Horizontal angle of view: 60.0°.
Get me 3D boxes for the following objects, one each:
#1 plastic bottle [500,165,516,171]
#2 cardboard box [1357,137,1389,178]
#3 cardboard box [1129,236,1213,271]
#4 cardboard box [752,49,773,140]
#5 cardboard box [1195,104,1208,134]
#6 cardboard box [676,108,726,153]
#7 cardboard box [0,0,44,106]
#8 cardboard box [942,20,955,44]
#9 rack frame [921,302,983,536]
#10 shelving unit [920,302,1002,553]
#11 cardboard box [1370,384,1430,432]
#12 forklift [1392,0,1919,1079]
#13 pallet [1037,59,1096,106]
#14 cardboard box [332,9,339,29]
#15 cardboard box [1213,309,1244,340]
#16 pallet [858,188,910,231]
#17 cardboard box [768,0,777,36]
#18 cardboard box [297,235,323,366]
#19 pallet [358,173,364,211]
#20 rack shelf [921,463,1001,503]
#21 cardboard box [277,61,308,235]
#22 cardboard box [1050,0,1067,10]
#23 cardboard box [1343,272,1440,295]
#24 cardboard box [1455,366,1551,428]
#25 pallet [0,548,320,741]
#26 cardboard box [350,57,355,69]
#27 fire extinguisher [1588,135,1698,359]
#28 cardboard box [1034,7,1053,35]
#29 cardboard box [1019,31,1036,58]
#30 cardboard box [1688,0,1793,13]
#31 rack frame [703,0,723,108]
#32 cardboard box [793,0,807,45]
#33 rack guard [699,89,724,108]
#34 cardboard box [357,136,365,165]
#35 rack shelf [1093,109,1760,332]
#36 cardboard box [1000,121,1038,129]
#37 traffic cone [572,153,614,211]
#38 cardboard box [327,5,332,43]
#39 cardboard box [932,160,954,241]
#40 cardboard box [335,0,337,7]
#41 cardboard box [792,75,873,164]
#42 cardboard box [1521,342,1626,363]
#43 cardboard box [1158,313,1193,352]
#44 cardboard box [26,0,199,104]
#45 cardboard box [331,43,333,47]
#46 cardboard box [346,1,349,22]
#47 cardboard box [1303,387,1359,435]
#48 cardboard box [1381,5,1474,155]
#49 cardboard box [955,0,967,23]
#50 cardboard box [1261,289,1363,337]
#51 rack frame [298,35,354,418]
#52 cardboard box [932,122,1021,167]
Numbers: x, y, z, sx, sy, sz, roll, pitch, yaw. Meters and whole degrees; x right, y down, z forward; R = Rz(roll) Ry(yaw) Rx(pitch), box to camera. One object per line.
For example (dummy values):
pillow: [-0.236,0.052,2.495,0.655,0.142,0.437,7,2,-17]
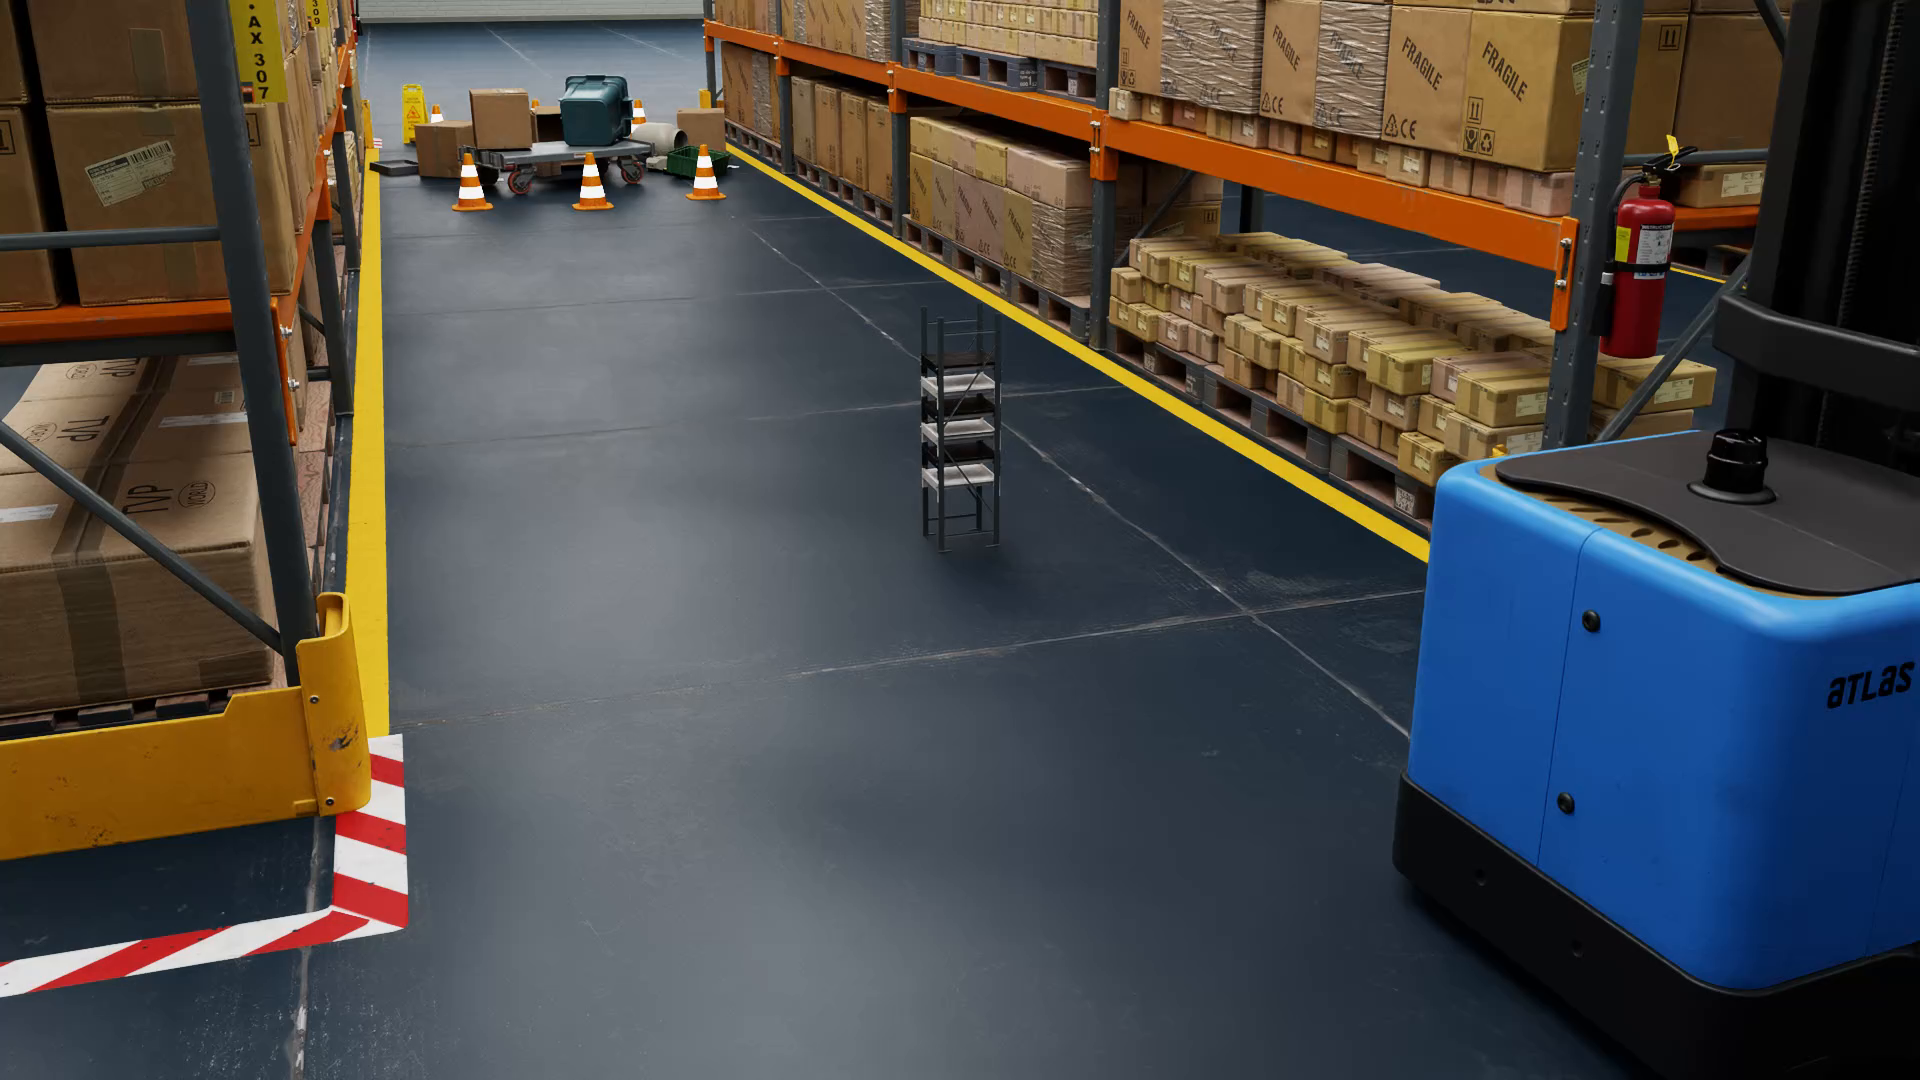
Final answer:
plastic bottle: [-4.581,-3.777,16.840,0.133,0.061,0.283,-3,20,-8]
cardboard box: [1.819,-1.540,6.638,0.380,0.149,0.250,-7,21,-20]
cardboard box: [1.137,-1.541,8.984,0.380,0.149,0.250,-6,20,-15]
cardboard box: [-1.707,-4.800,17.866,0.875,0.875,0.875,-6,21,-17]
cardboard box: [1.369,-2.051,8.060,0.380,0.149,0.250,-7,21,-20]
cardboard box: [-2.751,-4.318,17.696,0.500,0.500,0.500,-3,20,-8]
cardboard box: [-2.562,-1.342,4.089,0.500,0.500,0.500,-6,21,-15]
cardboard box: [0.087,-3.563,11.648,0.380,0.149,0.250,-5,20,-14]
rack frame: [-0.029,-0.454,6.348,0.240,0.900,0.006,-6,21,-17]
shelving unit: [0.003,-0.421,6.257,0.258,0.900,0.210,-6,21,-17]
cardboard box: [1.881,-0.555,6.681,0.380,0.149,0.250,-7,21,-19]
forklift: [2.613,-0.584,3.706,3.031,2.935,1.130,-8,21,-22]
pallet: [1.124,-2.708,9.801,1.003,0.211,1.213,-6,21,-17]
cardboard box: [-5.268,-4.243,13.542,0.380,0.149,0.250,-6,21,-17]
cardboard box: [1.458,-1.059,8.084,0.380,0.149,0.250,-5,20,-15]
pallet: [-0.208,-2.770,13.815,1.003,0.211,1.213,-6,21,-17]
cardboard box: [-1.416,-5.292,16.491,0.875,0.550,0.550,-6,21,-17]
cardboard box: [-3.713,-1.367,8.307,0.875,0.875,0.875,-6,21,-16]
pallet: [-5.710,-2.984,14.412,1.003,0.211,1.213,-6,21,-17]
rack shelf: [0.003,-0.220,6.329,0.258,0.077,0.200,-6,21,-17]
cardboard box: [-2.391,-1.251,5.315,0.500,0.500,0.500,-7,21,-18]
cardboard box: [0.750,-3.174,9.686,0.380,0.149,0.250,-7,21,-19]
cardboard box: [2.064,-1.176,7.969,0.380,0.149,0.250,-7,21,-19]
cardboard box: [2.076,-0.533,6.178,0.380,0.149,0.250,-6,21,-17]
pallet: [-2.510,0.369,5.077,1.003,0.211,1.213,-6,21,-17]
cardboard box: [-6.118,-4.623,16.228,0.380,0.149,0.250,-5,20,-14]
fire extinguisher: [2.124,-0.912,5.184,0.296,0.674,0.183,-6,21,-17]
cardboard box: [0.664,-3.115,9.962,0.380,0.149,0.250,-7,21,-19]
cardboard box: [0.583,-3.056,10.237,0.380,0.149,0.250,-7,21,-20]
cardboard box: [2.594,-2.084,5.713,0.500,0.500,0.500,-7,21,-18]
rack frame: [-2.546,-6.388,19.764,1.000,3.000,0.127,-6,21,-17]
cardboard box: [-1.220,-4.792,15.173,0.500,0.500,0.500,-6,21,-17]
rack guard: [-2.554,-5.219,20.208,1.175,0.500,0.348,-6,21,-17]
cardboard box: [-5.885,-3.668,15.637,0.500,0.250,0.500,-7,21,-20]
rack shelf: [1.854,-1.557,7.378,1.077,0.370,4.000,-6,21,-17]
cardboard box: [0.601,-2.843,11.860,0.500,0.250,0.500,-6,21,-16]
traffic cone: [-3.197,-3.116,14.408,0.336,0.463,0.334,-6,21,-17]
cardboard box: [-4.306,-3.299,10.646,0.500,0.250,0.500,-6,21,-17]
cardboard box: [0.110,-2.427,11.813,0.500,0.500,0.500,-6,21,-17]
cardboard box: [-5.436,-4.648,13.710,0.500,0.500,0.500,-6,21,-17]
cardboard box: [-1.008,-4.054,15.972,1.050,0.750,0.750,-6,21,-17]
cardboard box: [2.440,-0.669,6.559,0.380,0.149,0.250,-6,21,-16]
cardboard box: [1.246,-1.083,8.589,0.380,0.149,0.250,-6,21,-17]
cardboard box: [-2.065,-1.397,4.242,0.500,0.500,0.500,-7,21,-18]
cardboard box: [-4.294,-3.057,10.713,0.500,0.250,0.500,-7,21,-19]
cardboard box: [-6.155,-5.225,15.938,0.500,0.500,0.500,-7,21,-18]
cardboard box: [1.712,-0.575,7.176,0.380,0.149,0.250,-7,21,-20]
cardboard box: [1.940,-1.723,6.189,0.500,0.500,0.500,-7,21,-18]
cardboard box: [0.184,-3.611,11.342,0.380,0.149,0.250,-6,21,-17]
cardboard box: [1.604,-1.036,7.581,0.380,0.149,0.250,-6,21,-17]
rack frame: [-3.442,-1.979,7.489,1.000,3.000,0.127,-6,21,-17]
cardboard box: [0.115,-2.785,11.701,0.500,0.250,0.500,-7,21,-18]
